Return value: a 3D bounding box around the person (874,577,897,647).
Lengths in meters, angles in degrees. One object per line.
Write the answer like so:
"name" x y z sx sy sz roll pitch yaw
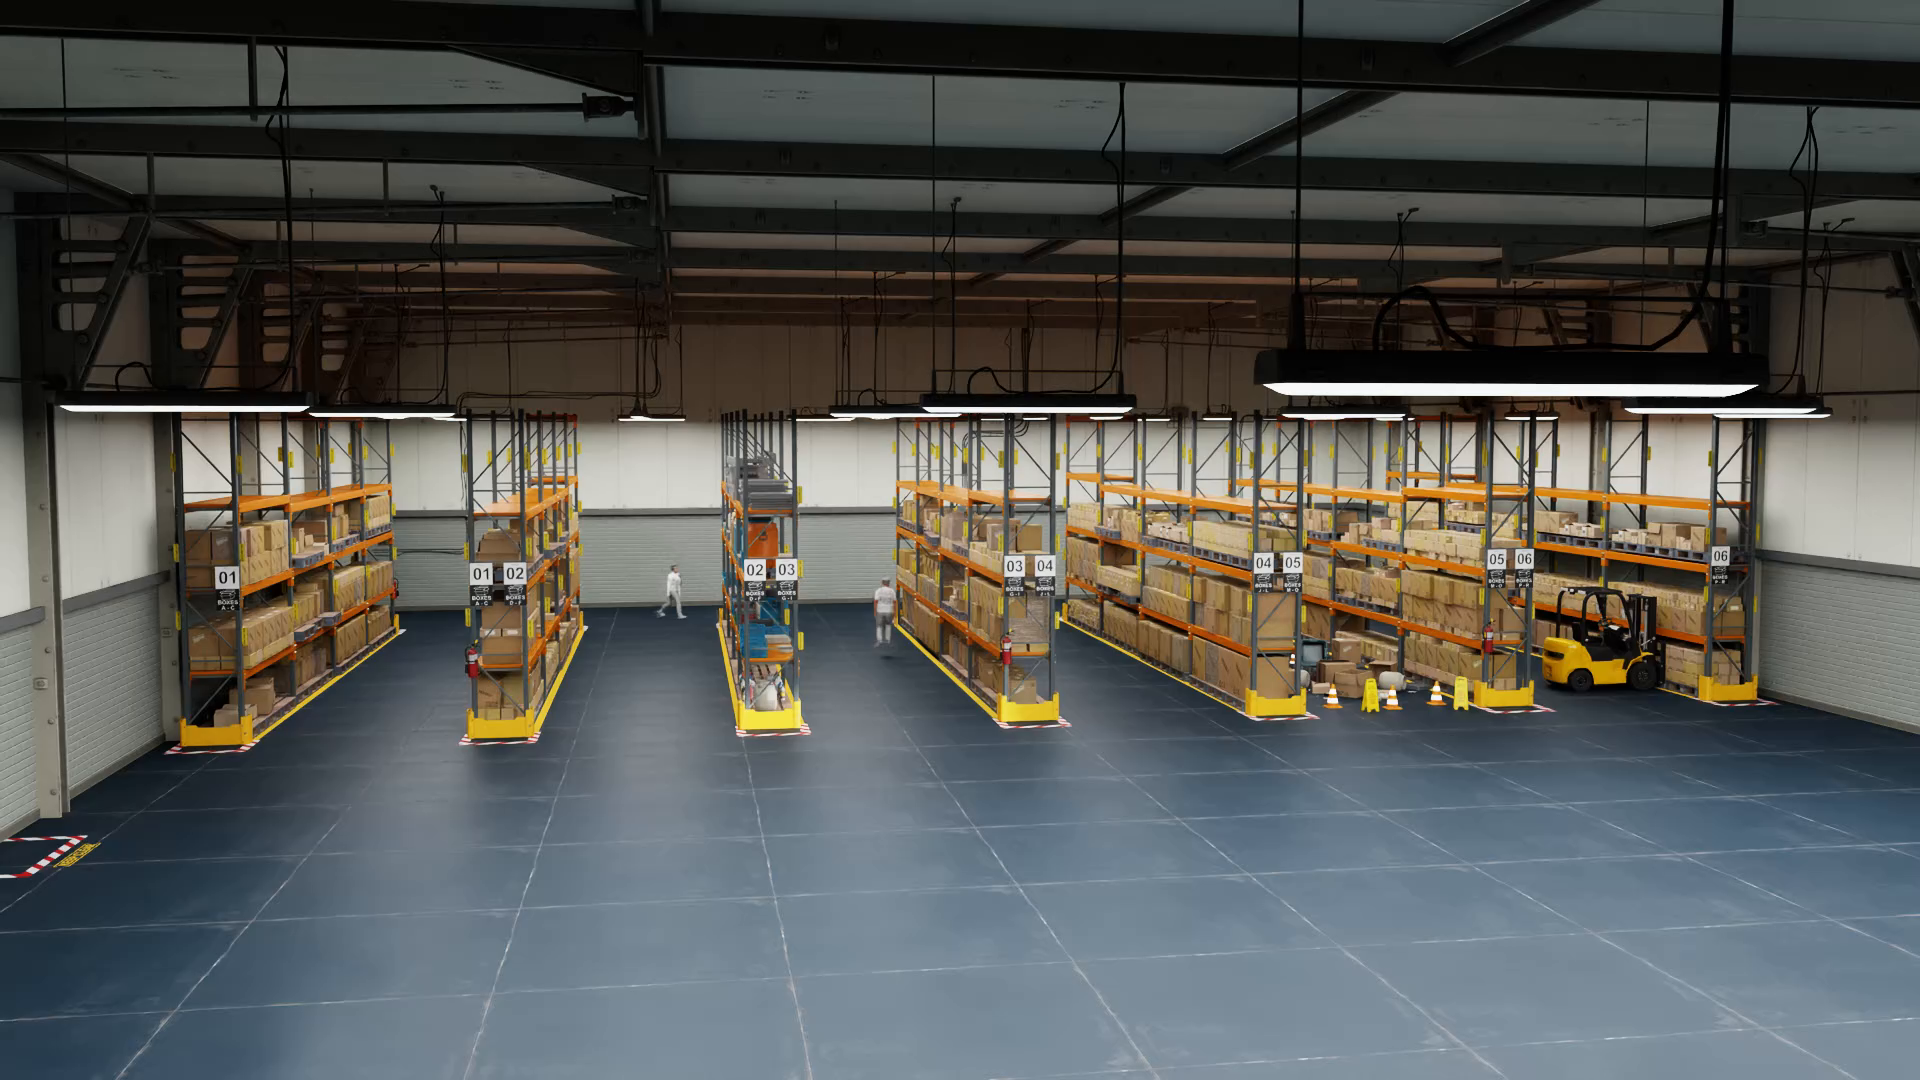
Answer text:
"person" -1.844 1.794 41.229 0.572 1.727 0.544 0 4 -4

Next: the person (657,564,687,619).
"person" -8.440 1.498 48.866 1.017 1.625 0.471 1 4 16
